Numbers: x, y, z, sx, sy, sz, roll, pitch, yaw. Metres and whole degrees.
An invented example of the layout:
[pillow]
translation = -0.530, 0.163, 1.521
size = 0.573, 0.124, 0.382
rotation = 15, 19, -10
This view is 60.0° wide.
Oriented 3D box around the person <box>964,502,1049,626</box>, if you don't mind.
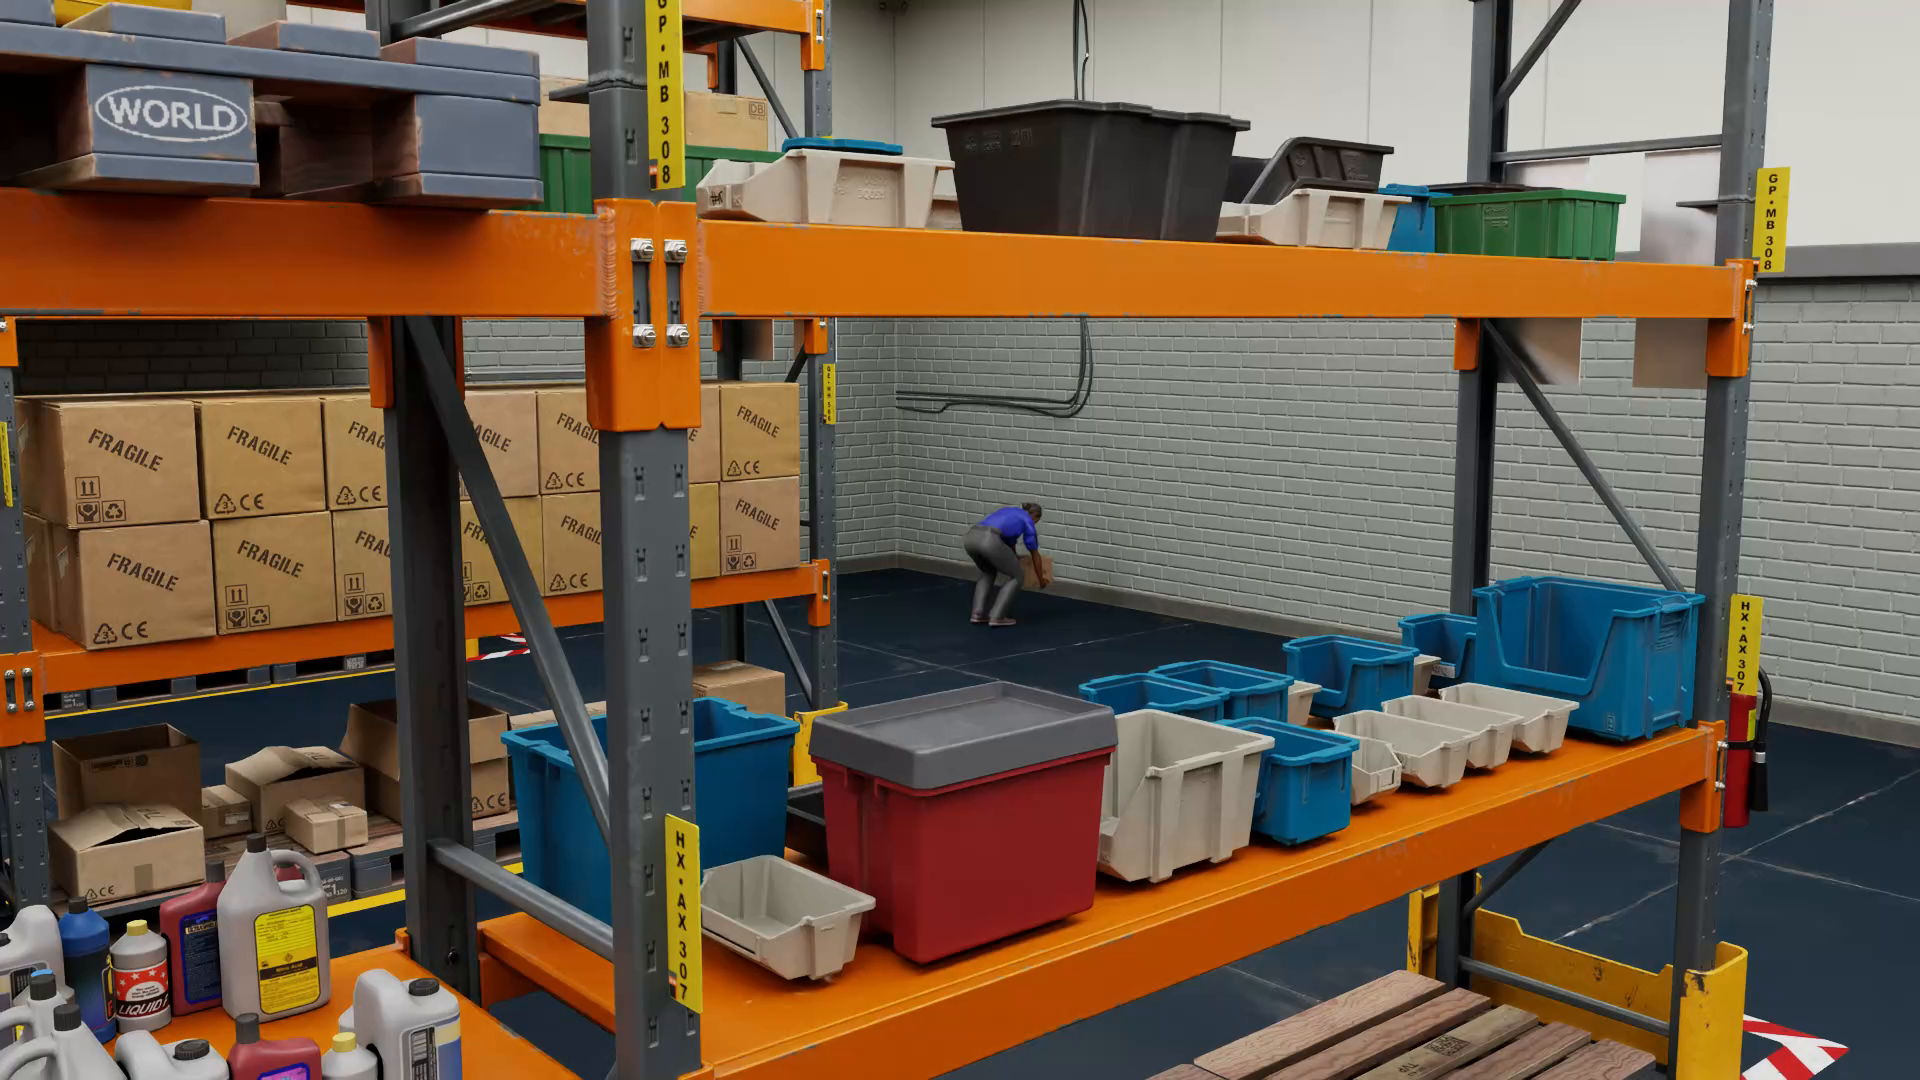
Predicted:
[person]
translation = 0.413, 0.205, 14.612
size = 0.859, 1.045, 0.460
rotation = -7, 10, -44
